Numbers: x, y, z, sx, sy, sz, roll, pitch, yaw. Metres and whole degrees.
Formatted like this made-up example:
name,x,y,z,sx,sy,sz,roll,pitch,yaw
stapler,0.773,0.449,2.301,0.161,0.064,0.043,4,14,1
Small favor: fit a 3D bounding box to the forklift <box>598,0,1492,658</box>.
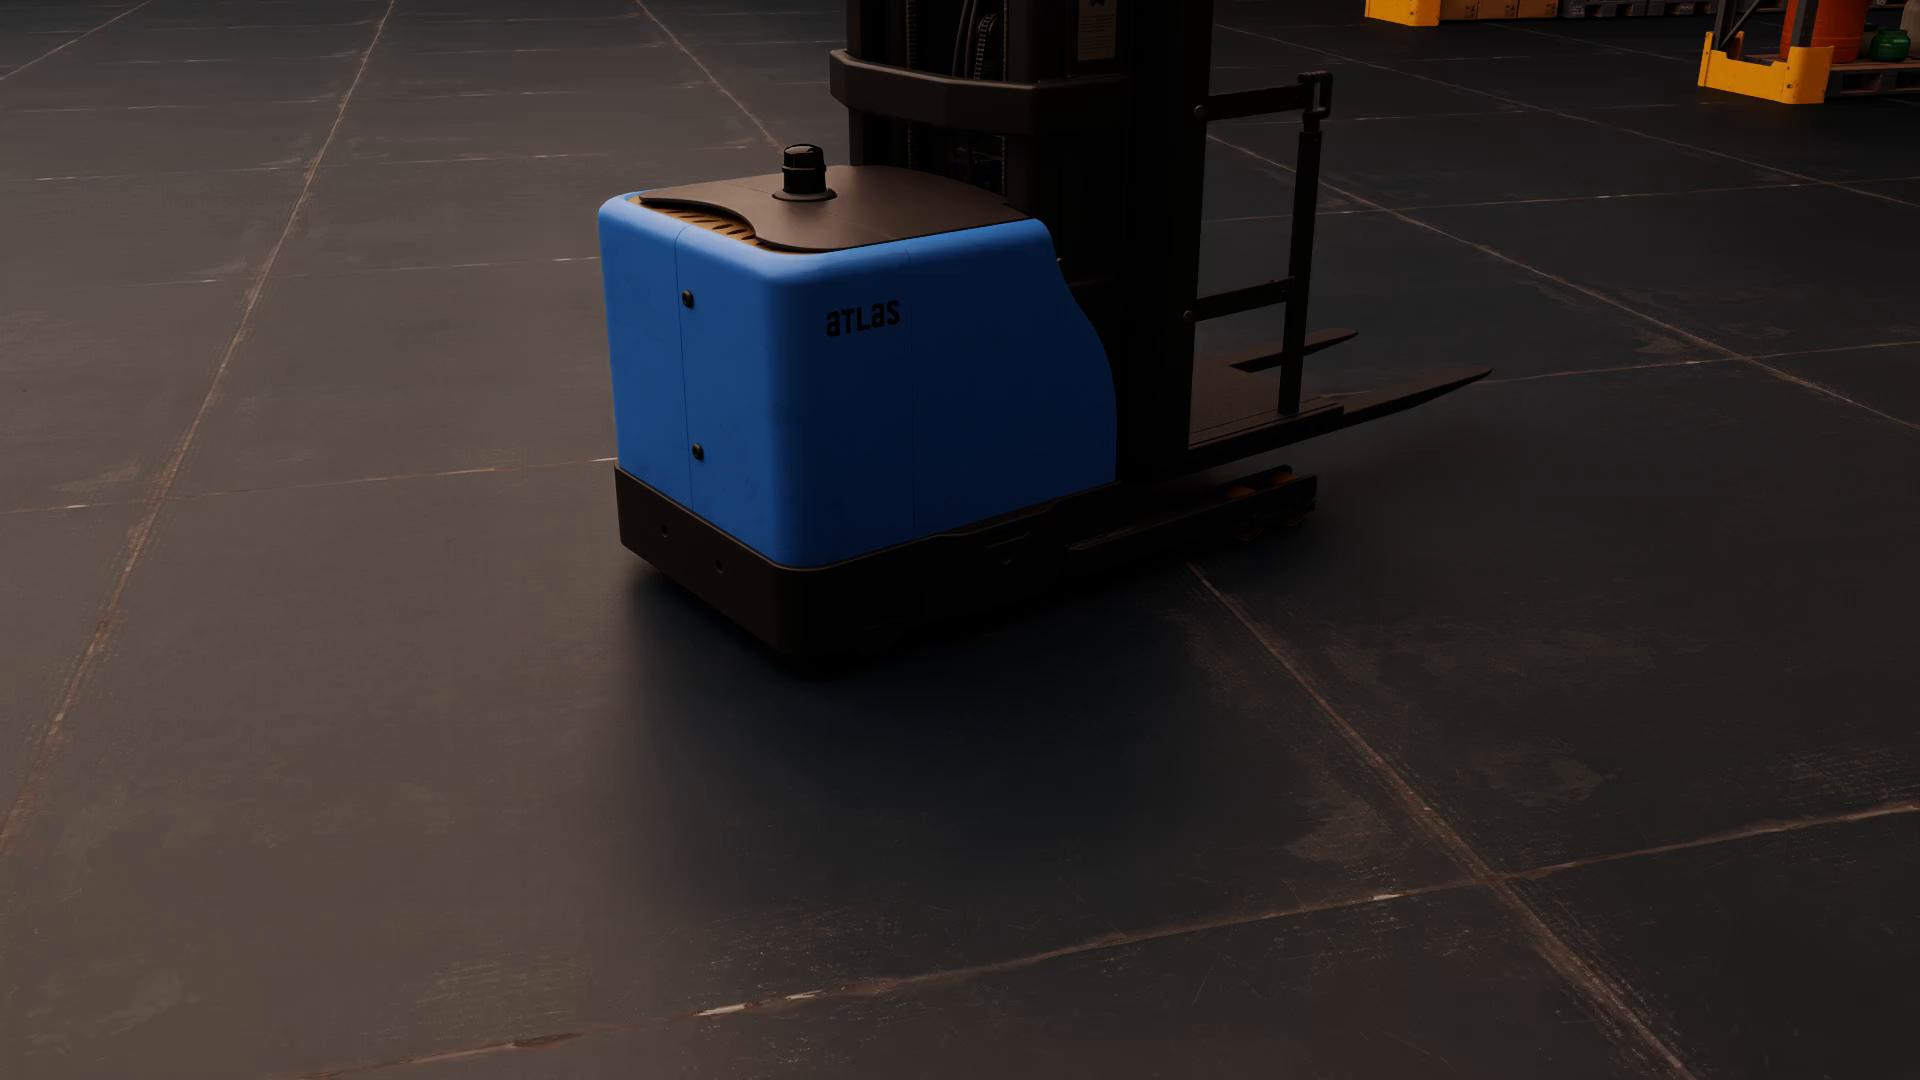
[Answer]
name,x,y,z,sx,sy,sz,roll,pitch,yaw
forklift,0.484,-1.493,4.818,3.031,2.935,1.130,-17,28,-34
